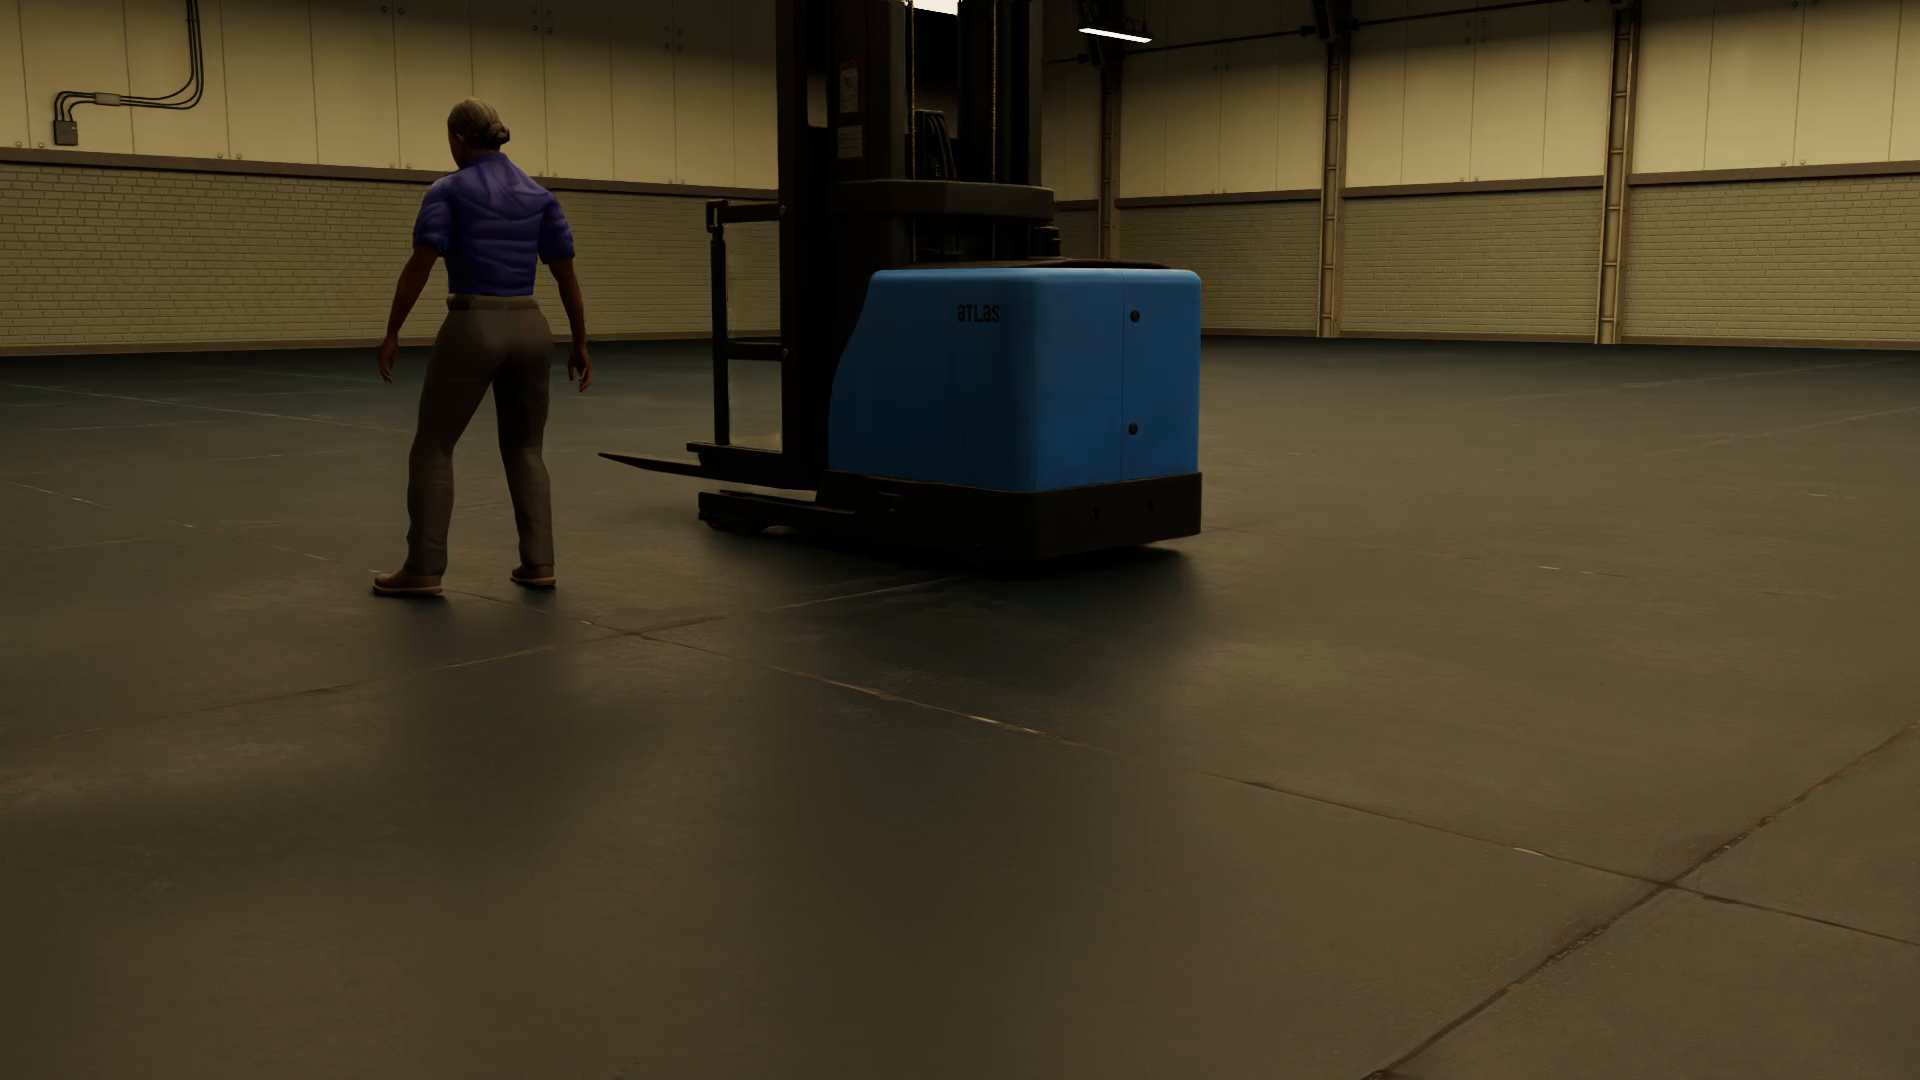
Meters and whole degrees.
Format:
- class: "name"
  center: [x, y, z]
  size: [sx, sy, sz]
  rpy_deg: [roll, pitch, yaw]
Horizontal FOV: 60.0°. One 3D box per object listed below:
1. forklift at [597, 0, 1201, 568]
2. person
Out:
- class: "forklift"
  center: [-0.455, -1.516, 6.941]
  size: [1.130, 2.935, 3.031]
  rpy_deg: [-8, 12, -43]
- class: "person"
  center: [-1.597, -0.648, 5.559]
  size: [0.725, 1.632, 0.361]
  rpy_deg: [-7, 11, -38]
